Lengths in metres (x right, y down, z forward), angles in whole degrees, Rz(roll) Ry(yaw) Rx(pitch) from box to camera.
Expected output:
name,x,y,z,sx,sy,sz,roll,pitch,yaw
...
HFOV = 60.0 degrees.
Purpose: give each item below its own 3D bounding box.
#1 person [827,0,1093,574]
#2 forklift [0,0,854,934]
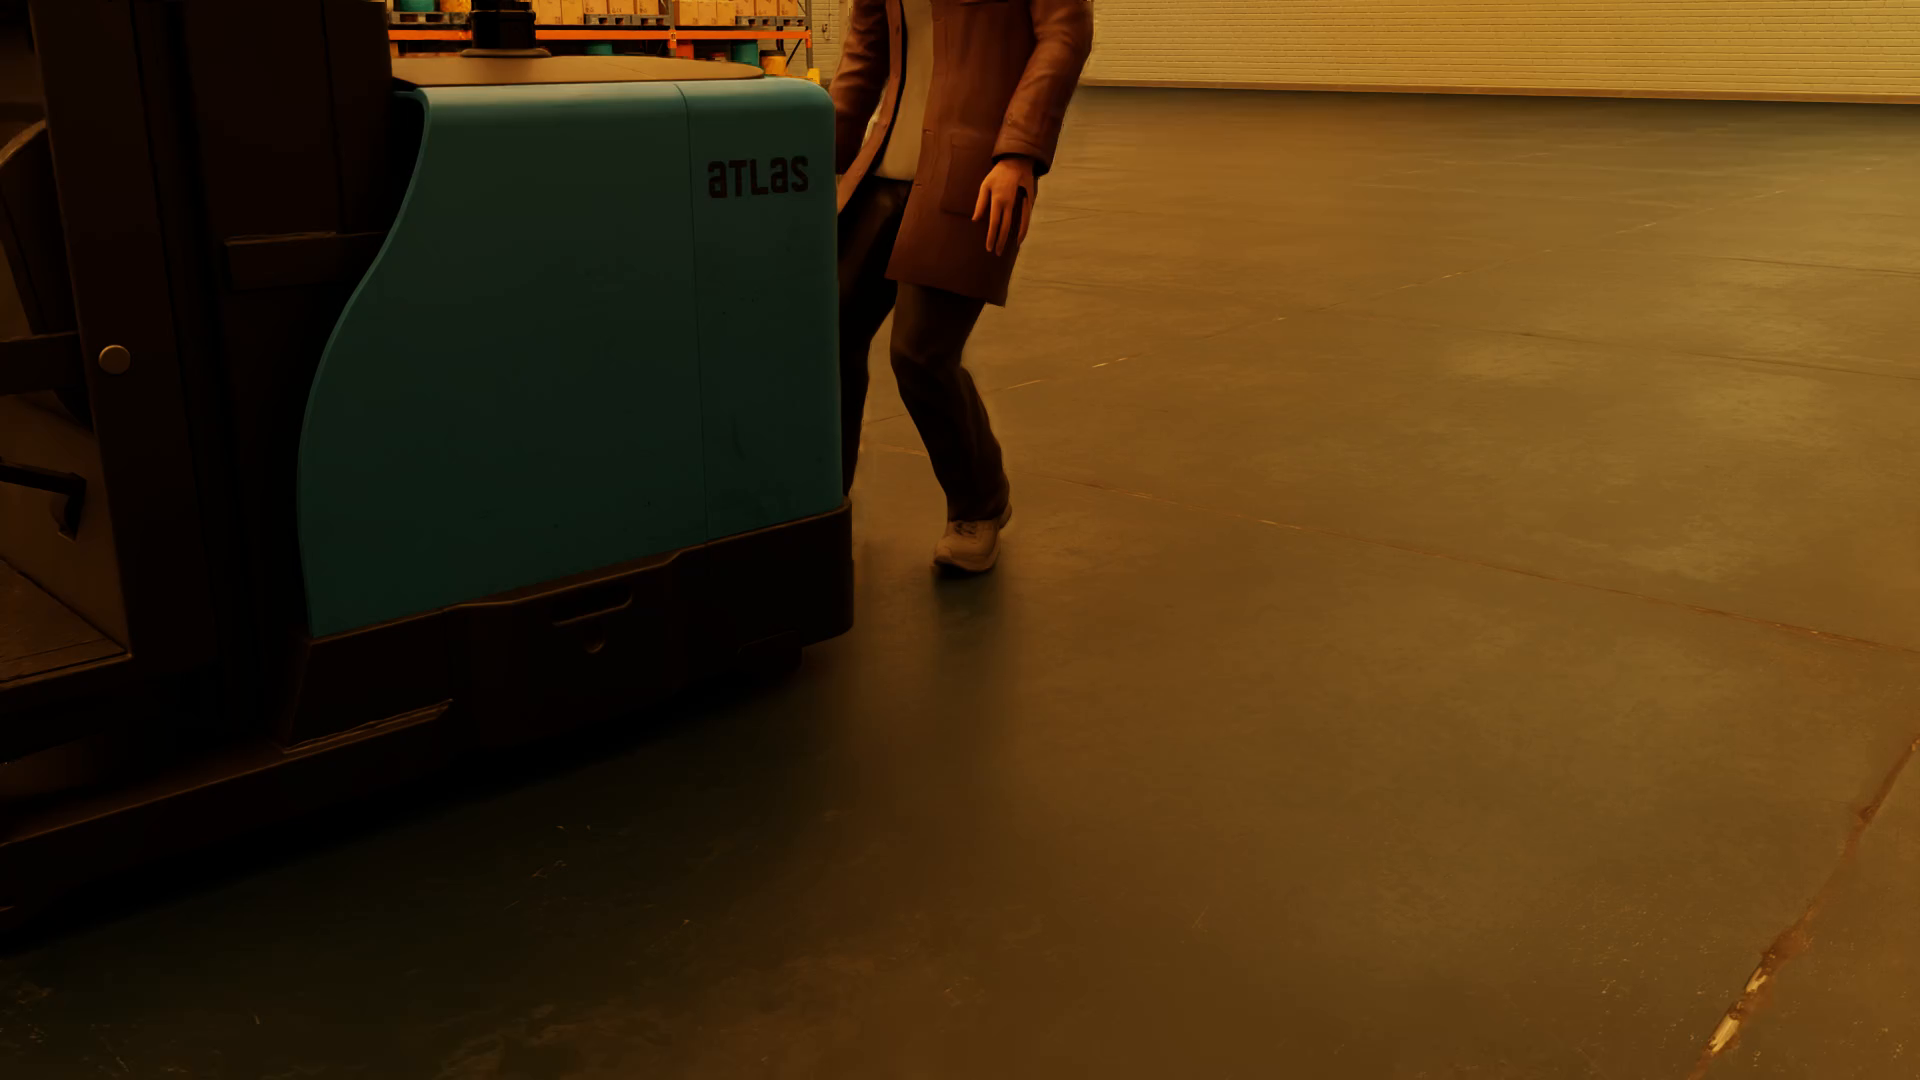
name,x,y,z,sx,sy,sz,roll,pitch,yaw
person,-0.140,-0.760,3.494,0.693,1.734,0.758,-14,22,-38
forklift,-1.613,-0.977,2.116,3.031,2.935,1.130,-16,23,-42
